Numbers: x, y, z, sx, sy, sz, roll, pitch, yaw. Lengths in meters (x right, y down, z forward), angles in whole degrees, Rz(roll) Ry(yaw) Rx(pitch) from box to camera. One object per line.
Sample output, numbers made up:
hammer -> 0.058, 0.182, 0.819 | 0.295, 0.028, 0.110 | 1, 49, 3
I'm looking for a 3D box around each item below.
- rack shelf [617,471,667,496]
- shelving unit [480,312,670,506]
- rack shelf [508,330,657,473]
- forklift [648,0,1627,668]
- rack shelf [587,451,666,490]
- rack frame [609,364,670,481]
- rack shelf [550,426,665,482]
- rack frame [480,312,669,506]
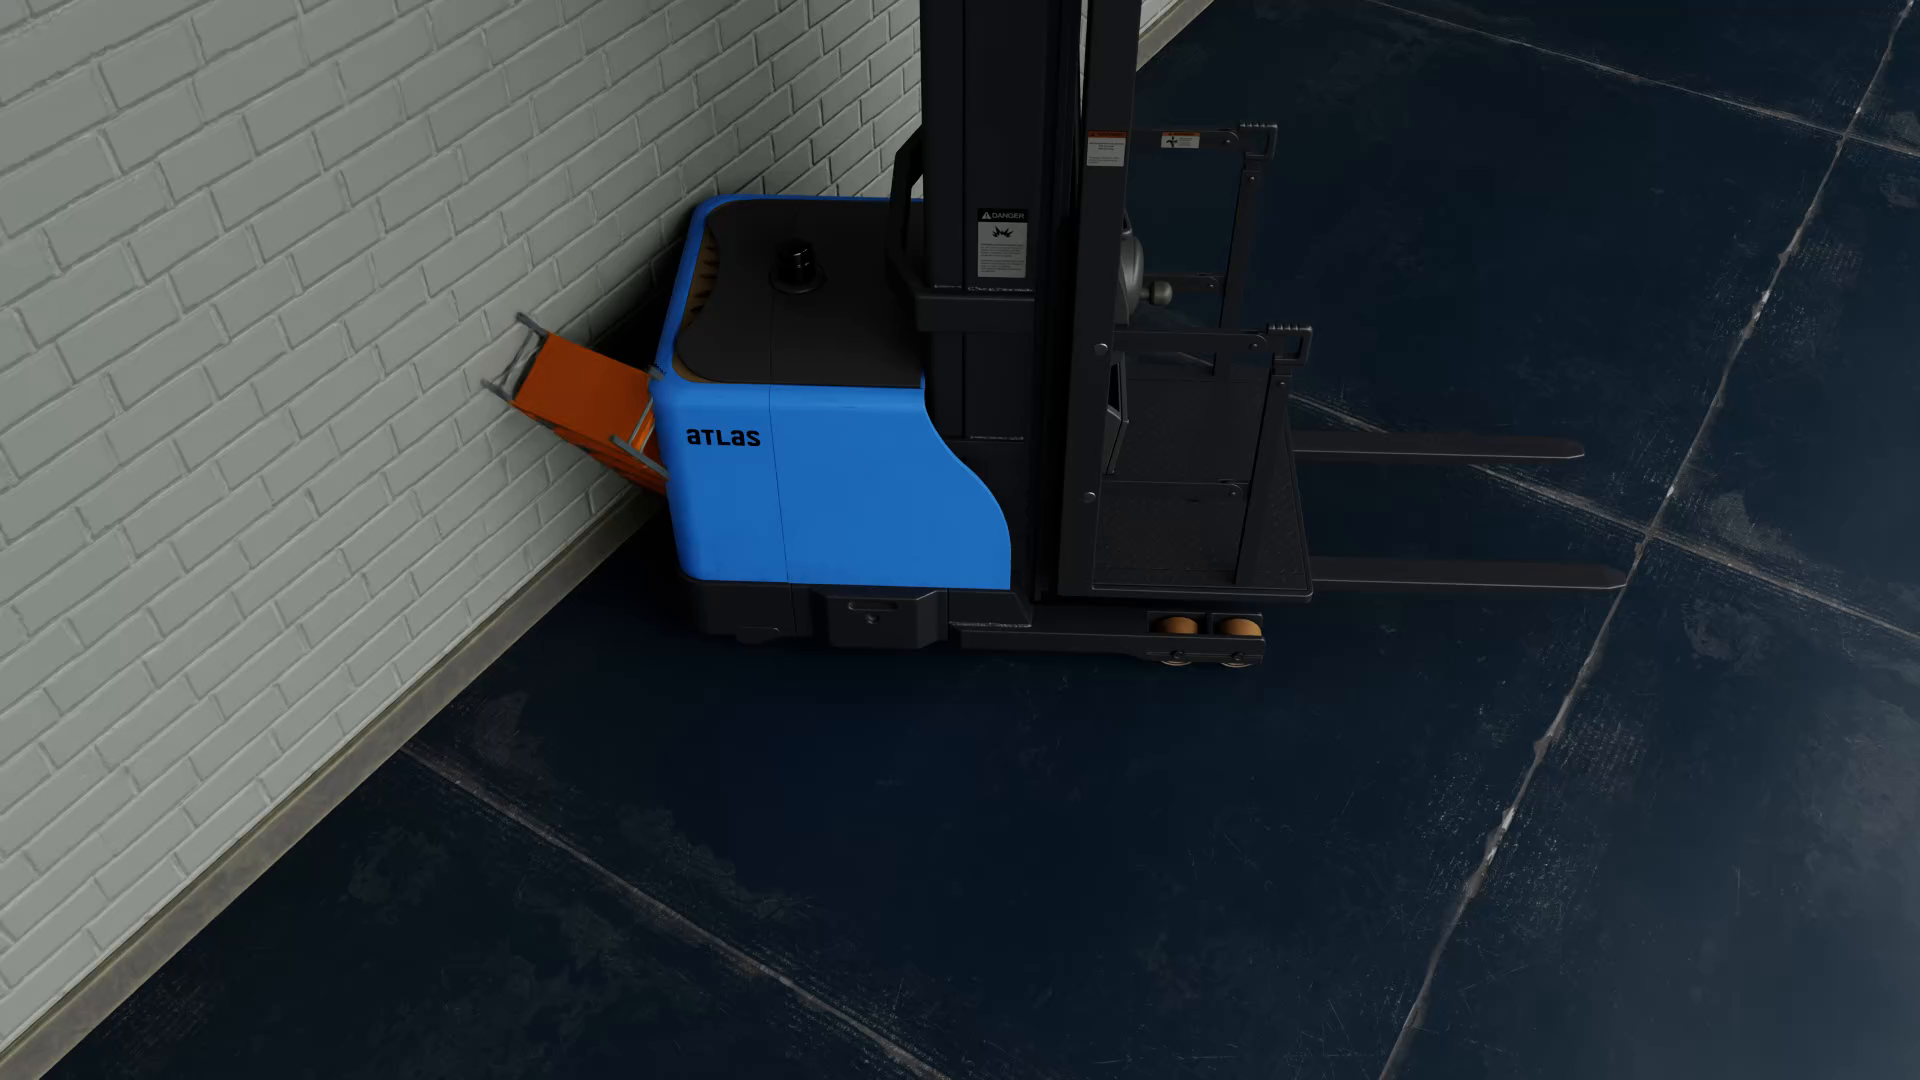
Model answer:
rack shelf -> -0.859, -0.225, 5.509 | 0.480, 0.148, 0.258 | 23, 82, 23
shelving unit -> -0.940, -0.300, 5.267 | 0.503, 1.200, 0.258 | 23, 82, 23
rack shelf -> -1.060, -0.410, 4.910 | 0.480, 0.148, 0.258 | 23, 82, 23
forklift -> 0.628, -1.003, 4.681 | 3.031, 2.935, 1.130 | 2, 46, 2
rack shelf -> -0.920, -0.281, 5.329 | 0.480, 0.148, 0.258 | 23, 82, 23
rack frame -> -0.734, -0.213, 5.171 | 0.015, 1.200, 0.240 | 23, 82, 23
rack shelf -> -0.988, -0.344, 5.125 | 0.480, 0.148, 0.258 | 23, 82, 23
rack frame -> -1.147, -0.387, 5.364 | 0.015, 1.200, 0.240 | 23, 82, 23
